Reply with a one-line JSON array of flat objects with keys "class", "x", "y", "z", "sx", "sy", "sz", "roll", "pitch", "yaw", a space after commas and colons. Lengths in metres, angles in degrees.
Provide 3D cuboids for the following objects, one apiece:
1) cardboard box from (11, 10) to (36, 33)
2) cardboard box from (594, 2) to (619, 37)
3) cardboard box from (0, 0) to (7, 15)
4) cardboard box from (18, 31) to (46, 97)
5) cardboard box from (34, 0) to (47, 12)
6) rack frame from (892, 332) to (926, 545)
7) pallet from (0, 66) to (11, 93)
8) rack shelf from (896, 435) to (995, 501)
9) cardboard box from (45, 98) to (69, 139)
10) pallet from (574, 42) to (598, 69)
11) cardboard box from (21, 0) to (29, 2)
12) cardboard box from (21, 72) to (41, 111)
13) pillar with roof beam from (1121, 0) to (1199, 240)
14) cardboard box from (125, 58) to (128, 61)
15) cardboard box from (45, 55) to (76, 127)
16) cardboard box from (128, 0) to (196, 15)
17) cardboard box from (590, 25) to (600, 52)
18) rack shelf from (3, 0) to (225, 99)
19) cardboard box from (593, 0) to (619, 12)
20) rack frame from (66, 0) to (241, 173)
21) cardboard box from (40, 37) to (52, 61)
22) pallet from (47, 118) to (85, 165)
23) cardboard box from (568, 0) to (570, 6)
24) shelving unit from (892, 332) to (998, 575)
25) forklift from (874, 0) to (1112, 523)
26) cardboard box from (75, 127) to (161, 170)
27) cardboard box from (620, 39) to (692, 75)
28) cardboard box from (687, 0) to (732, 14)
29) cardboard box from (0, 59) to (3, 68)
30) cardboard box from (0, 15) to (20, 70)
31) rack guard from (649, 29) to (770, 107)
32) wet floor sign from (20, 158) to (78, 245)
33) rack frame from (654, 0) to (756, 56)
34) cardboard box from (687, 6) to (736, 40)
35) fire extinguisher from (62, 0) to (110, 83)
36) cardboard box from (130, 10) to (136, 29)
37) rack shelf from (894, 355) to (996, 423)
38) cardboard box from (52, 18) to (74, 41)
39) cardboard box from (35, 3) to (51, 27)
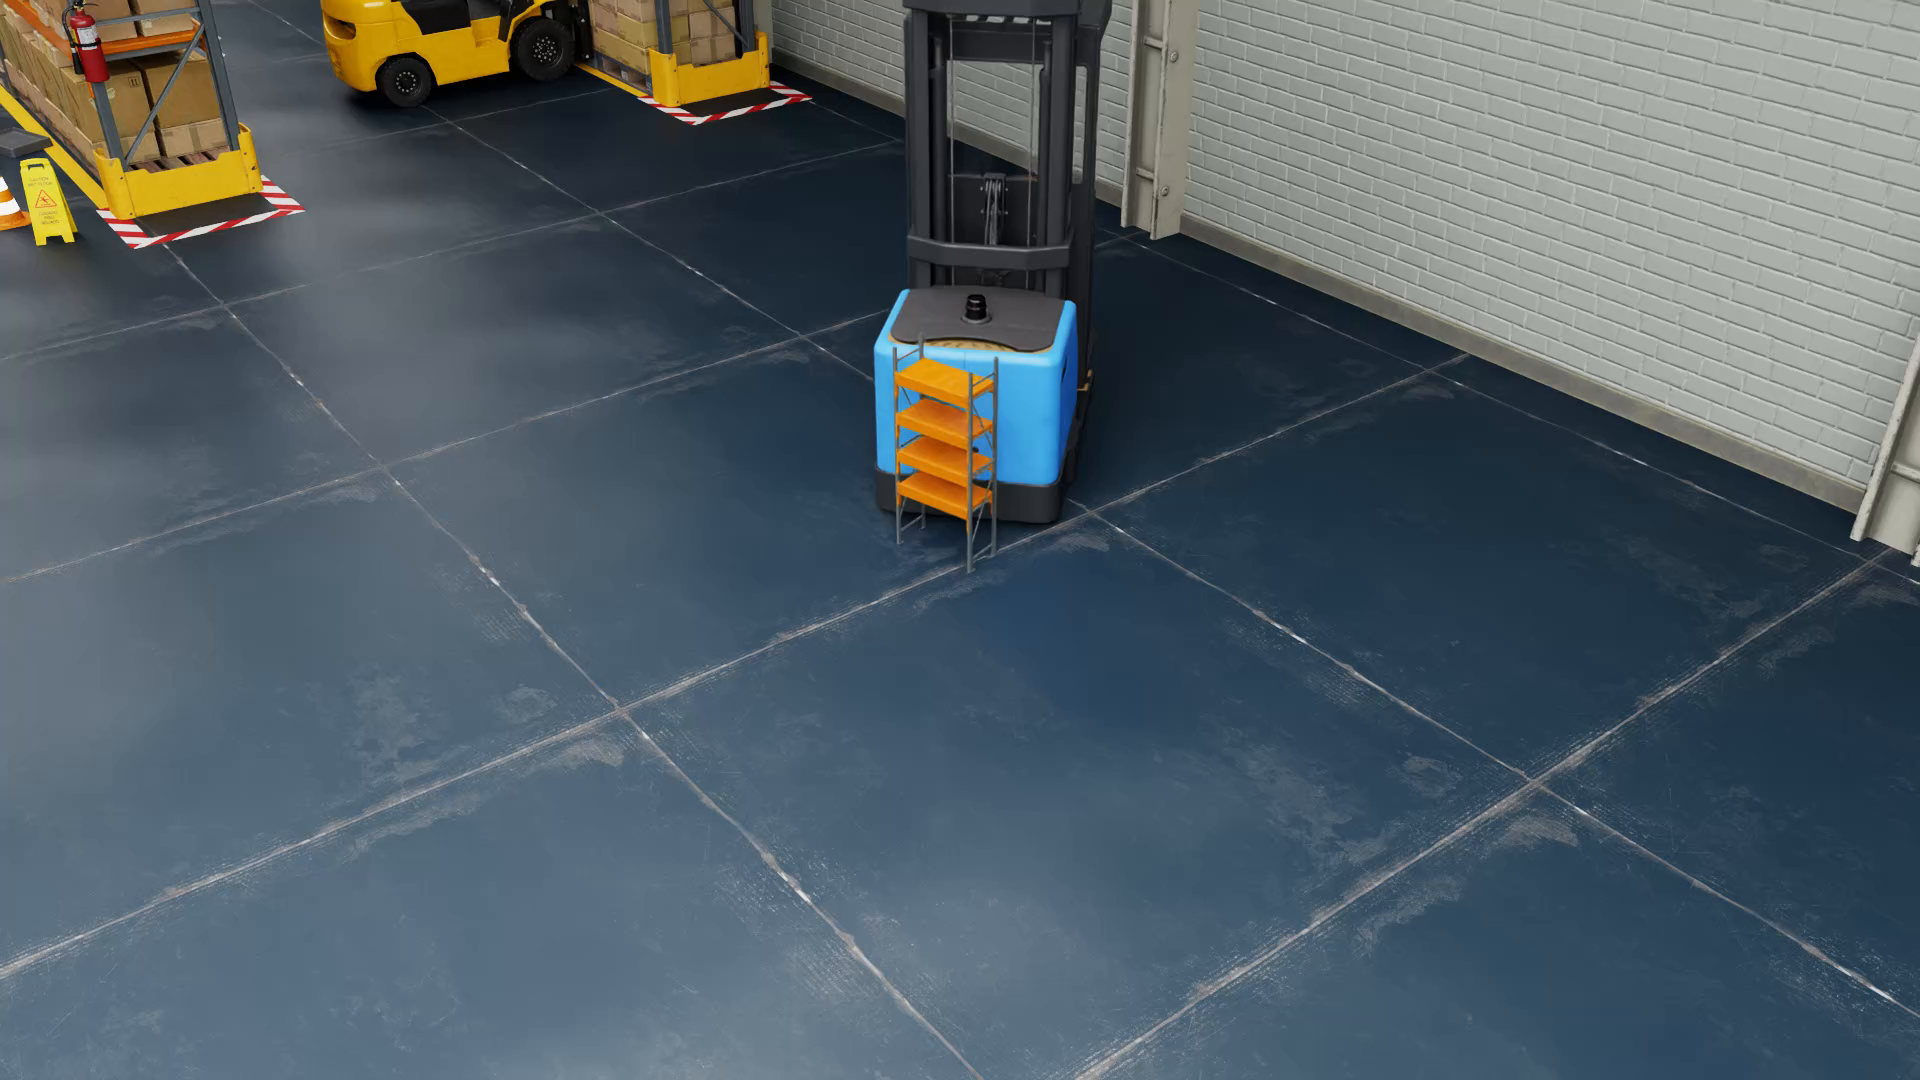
[{"class": "cardboard box", "x": -8.151, "y": -4.610, "z": 14.713, "sx": 0.380, "sy": 0.149, "sz": 0.250, "roll": -20, "pitch": 37, "yaw": -29}, {"class": "cardboard box", "x": -3.286, "y": -5.213, "z": 16.535, "sx": 0.500, "sy": 0.250, "sz": 0.500, "roll": -23, "pitch": 38, "yaw": -32}, {"class": "cardboard box", "x": -8.635, "y": -4.935, "z": 15.236, "sx": 0.380, "sy": 0.149, "sz": 0.250, "roll": -22, "pitch": 38, "yaw": -31}, {"class": "cardboard box", "x": -8.010, "y": -4.295, "z": 14.820, "sx": 0.500, "sy": 0.500, "sz": 0.500, "roll": -20, "pitch": 37, "yaw": -29}, {"class": "cardboard box", "x": -7.214, "y": -4.585, "z": 13.412, "sx": 0.500, "sy": 0.500, "sz": 0.500, "roll": -22, "pitch": 38, "yaw": -31}, {"class": "rack frame", "x": -0.271, "y": -0.531, "z": 8.968, "sx": 0.015, "sy": 1.200, "sz": 0.240, "roll": 22, "pitch": 38, "yaw": 31}, {"class": "pallet", "x": -9.291, "y": -4.875, "z": 16.899, "sx": 1.003, "sy": 0.211, "sz": 1.213, "roll": -22, "pitch": 38, "yaw": -31}, {"class": "rack shelf", "x": -0.076, "y": -0.396, "z": 8.879, "sx": 0.480, "sy": 0.148, "sz": 0.258, "roll": 22, "pitch": 38, "yaw": 31}, {"class": "cardboard box", "x": -7.705, "y": -3.764, "z": 14.675, "sx": 0.500, "sy": 0.250, "sz": 0.500, "roll": -24, "pitch": 39, "yaw": -33}, {"class": "pallet", "x": -3.687, "y": -5.305, "z": 17.591, "sx": 1.003, "sy": 0.211, "sz": 1.213, "roll": -22, "pitch": 38, "yaw": -31}, {"class": "cardboard box", "x": -7.919, "y": -4.762, "z": 14.312, "sx": 0.380, "sy": 0.149, "sz": 0.250, "roll": -22, "pitch": 38, "yaw": -32}, {"class": "cardboard box", "x": -8.328, "y": -4.194, "z": 15.368, "sx": 0.500, "sy": 0.250, "sz": 0.500, "roll": -20, "pitch": 37, "yaw": -29}, {"class": "pillar with roof beam", "x": -1.877, "y": -4.913, "z": 8.631, "sx": 9.100, "sy": 9.000, "sz": 0.400, "roll": -22, "pitch": 38, "yaw": -31}, {"class": "cardboard box", "x": -6.975, "y": -4.049, "z": 14.424, "sx": 0.500, "sy": 0.500, "sz": 0.500, "roll": -24, "pitch": 39, "yaw": -33}, {"class": "cardboard box", "x": -7.380, "y": -3.863, "z": 14.125, "sx": 0.500, "sy": 0.500, "sz": 0.500, "roll": -21, "pitch": 37, "yaw": -30}, {"class": "cardboard box", "x": -6.431, "y": -4.525, "z": 13.315, "sx": 0.500, "sy": 0.500, "sz": 0.500, "roll": -23, "pitch": 39, "yaw": -32}, {"class": "cardboard box", "x": -3.576, "y": -5.202, "z": 16.990, "sx": 0.500, "sy": 0.250, "sz": 0.500, "roll": -22, "pitch": 38, "yaw": -31}, {"class": "rack shelf", "x": -7.586, "y": -4.597, "z": 14.490, "sx": 1.077, "sy": 0.370, "sz": 4.000, "roll": -22, "pitch": 38, "yaw": -31}, {"class": "cardboard box", "x": -3.288, "y": -5.413, "z": 16.383, "sx": 0.500, "sy": 0.250, "sz": 0.500, "roll": -22, "pitch": 38, "yaw": -31}, {"class": "rack frame", "x": -6.360, "y": -4.069, "z": 12.958, "sx": 1.000, "sy": 3.000, "sz": 0.127, "roll": -22, "pitch": 38, "yaw": -31}, {"class": "cardboard box", "x": -7.487, "y": -4.160, "z": 13.987, "sx": 0.380, "sy": 0.149, "sz": 0.250, "roll": -22, "pitch": 38, "yaw": -31}, {"class": "pallet", "x": -7.621, "y": -3.774, "z": 15.126, "sx": 1.003, "sy": 0.211, "sz": 1.213, "roll": -22, "pitch": 38, "yaw": -31}, {"class": "cardboard box", "x": -3.923, "y": -5.631, "z": 17.208, "sx": 0.500, "sy": 0.250, "sz": 0.500, "roll": -22, "pitch": 38, "yaw": -32}, {"class": "shelving unit", "x": -0.076, "y": -0.454, "z": 8.843, "sx": 0.503, "sy": 1.200, "sz": 0.258, "roll": 22, "pitch": 38, "yaw": 31}, {"class": "forklift", "x": 0.274, "y": -2.102, "z": 9.857, "sx": 1.130, "sy": 2.935, "sz": 3.031, "roll": 5, "pitch": 32, "yaw": 8}, {"class": "cardboard box", "x": -7.083, "y": -3.339, "z": 13.991, "sx": 0.500, "sy": 0.250, "sz": 0.500, "roll": -22, "pitch": 38, "yaw": -32}, {"class": "cardboard box", "x": -2.979, "y": -4.780, "z": 16.311, "sx": 0.500, "sy": 0.250, "sz": 0.500, "roll": -22, "pitch": 38, "yaw": -31}, {"class": "cardboard box", "x": -2.586, "y": -5.373, "z": 16.318, "sx": 0.500, "sy": 0.250, "sz": 0.500, "roll": -23, "pitch": 39, "yaw": -32}, {"class": "cardboard box", "x": -9.136, "y": -5.016, "z": 16.575, "sx": 0.950, "sy": 0.372, "sz": 0.625, "roll": -22, "pitch": 38, "yaw": -31}, {"class": "cardboard box", "x": -8.664, "y": -4.731, "z": 15.522, "sx": 0.500, "sy": 0.500, "sz": 0.500, "roll": -20, "pitch": 37, "yaw": -29}, {"class": "rack guard", "x": -2.426, "y": -4.604, "z": 16.189, "sx": 1.175, "sy": 0.500, "sz": 0.348, "roll": -22, "pitch": 38, "yaw": -31}, {"class": "wet floor sign", "x": -7.088, "y": -2.643, "z": 12.894, "sx": 0.267, "sy": 0.644, "sz": 0.232, "roll": -10, "pitch": 33, "yaw": -15}, {"class": "rack frame", "x": -2.441, "y": -5.676, "z": 15.546, "sx": 1.000, "sy": 3.000, "sz": 0.127, "roll": -22, "pitch": 38, "yaw": -31}, {"class": "cardboard box", "x": -2.565, "y": -5.162, "z": 16.452, "sx": 0.500, "sy": 0.250, "sz": 0.500, "roll": -21, "pitch": 38, "yaw": -31}, {"class": "fire extinguisher", "x": -6.654, "y": -3.839, "z": 12.661, "sx": 0.296, "sy": 0.674, "sz": 0.183, "roll": -22, "pitch": 38, "yaw": -31}, {"class": "cardboard box", "x": -6.571, "y": -4.271, "z": 13.522, "sx": 0.380, "sy": 0.149, "sz": 0.250, "roll": -22, "pitch": 38, "yaw": -31}, {"class": "rack shelf", "x": -0.076, "y": -0.787, "z": 8.636, "sx": 0.480, "sy": 0.148, "sz": 0.258, "roll": 22, "pitch": 38, "yaw": 31}, {"class": "cardboard box", "x": -7.001, "y": -4.118, "z": 13.276, "sx": 0.380, "sy": 0.149, "sz": 0.250, "roll": -23, "pitch": 38, "yaw": -32}, {"class": "cardboard box", "x": -7.323, "y": -4.329, "z": 13.616, "sx": 0.380, "sy": 0.149, "sz": 0.250, "roll": -22, "pitch": 38, "yaw": -31}]
